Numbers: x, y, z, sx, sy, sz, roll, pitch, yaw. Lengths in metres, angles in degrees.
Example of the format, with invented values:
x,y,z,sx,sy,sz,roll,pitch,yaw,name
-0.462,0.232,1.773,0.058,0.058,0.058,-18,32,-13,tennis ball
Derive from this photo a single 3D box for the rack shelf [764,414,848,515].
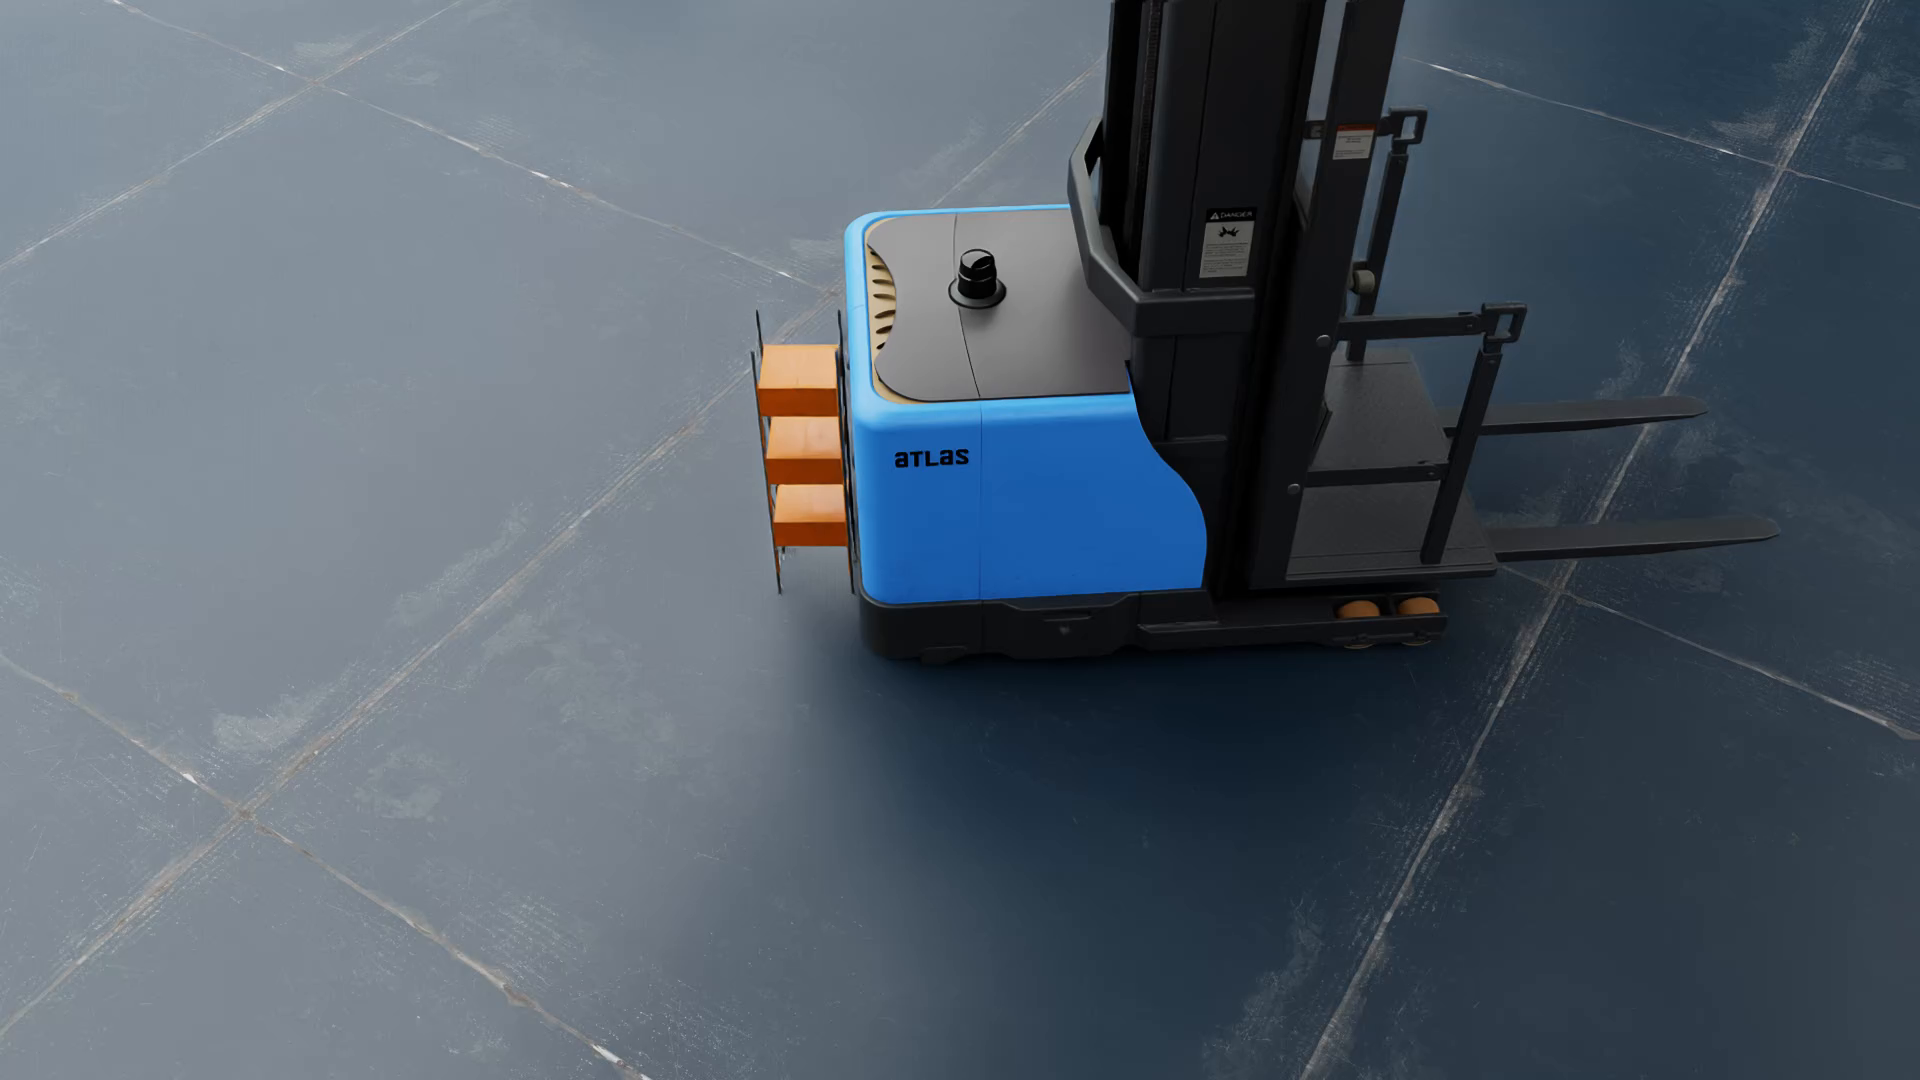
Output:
x,y,z,sx,sy,sz,roll,pitch,yaw,name
-0.482,-0.245,5.271,0.240,0.259,0.215,0,46,0,rack shelf

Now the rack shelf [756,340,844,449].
x,y,z,sx,sy,sz,roll,pitch,yaw,name
-0.482,-0.443,5.067,0.240,0.259,0.215,0,46,0,rack shelf

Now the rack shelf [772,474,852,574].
x,y,z,sx,sy,sz,roll,pitch,yaw,name
-0.482,-0.051,5.470,0.240,0.259,0.215,0,46,0,rack shelf

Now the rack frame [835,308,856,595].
x,y,z,sx,sy,sz,roll,pitch,yaw,name
-0.360,-0.253,5.263,0.008,1.050,0.200,0,46,0,rack frame

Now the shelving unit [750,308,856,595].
x,y,z,sx,sy,sz,roll,pitch,yaw,name
-0.482,-0.252,5.263,0.252,1.050,0.215,0,46,0,shelving unit

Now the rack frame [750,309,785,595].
x,y,z,sx,sy,sz,roll,pitch,yaw,name
-0.604,-0.252,5.263,0.008,1.050,0.200,0,46,0,rack frame

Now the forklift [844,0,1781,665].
x,y,z,sx,sy,sz,roll,pitch,yaw,name
1.164,-1.045,4.722,3.031,2.935,1.130,-3,46,-3,forklift
